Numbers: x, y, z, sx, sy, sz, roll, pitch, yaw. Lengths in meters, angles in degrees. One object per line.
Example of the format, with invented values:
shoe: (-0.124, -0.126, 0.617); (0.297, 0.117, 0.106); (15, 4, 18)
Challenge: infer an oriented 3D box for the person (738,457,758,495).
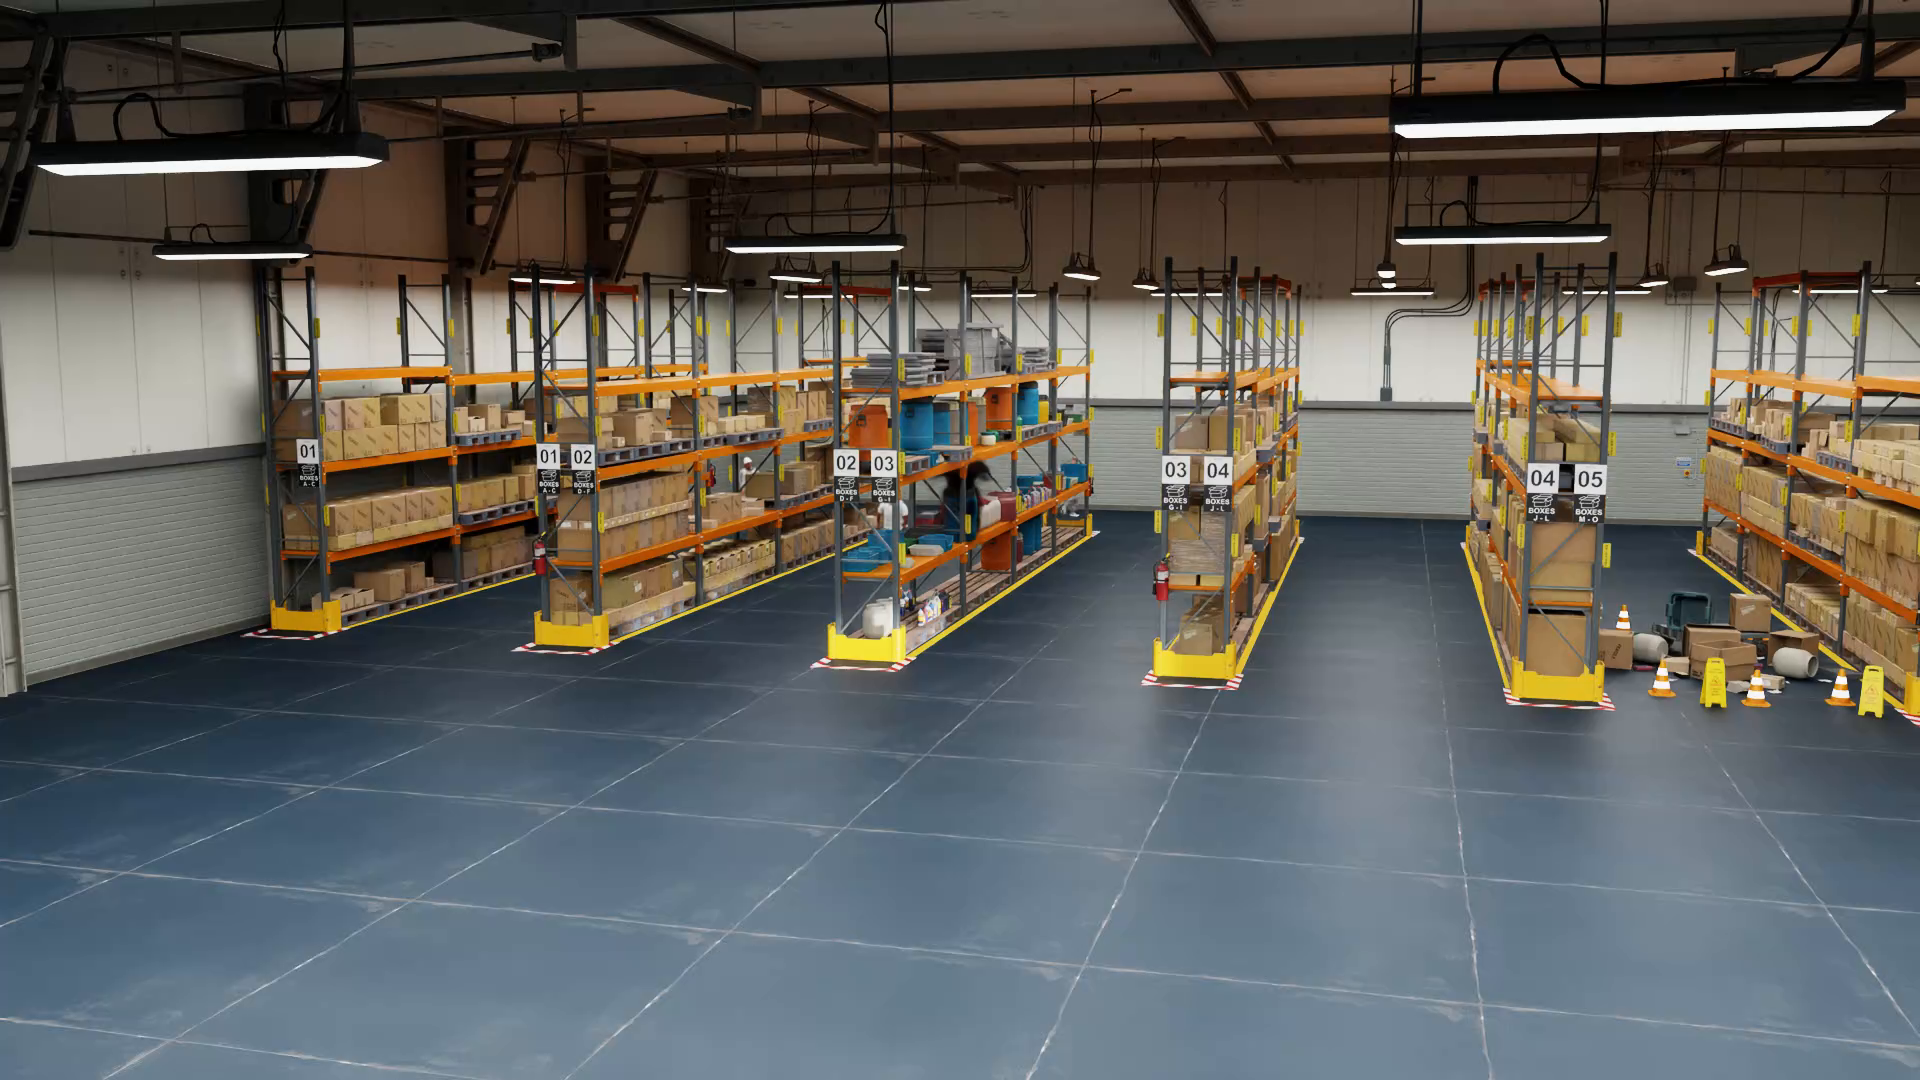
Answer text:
person: (-5.395, -1.251, 42.564); (0.545, 1.740, 0.917); (-1, 7, -6)

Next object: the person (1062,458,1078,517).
person: (2.999, -1.415, 44.377); (0.497, 1.584, 0.420); (7, 10, 43)

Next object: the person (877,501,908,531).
person: (-1.421, -0.214, 34.511); (0.713, 1.736, 1.003); (2, 7, 13)
